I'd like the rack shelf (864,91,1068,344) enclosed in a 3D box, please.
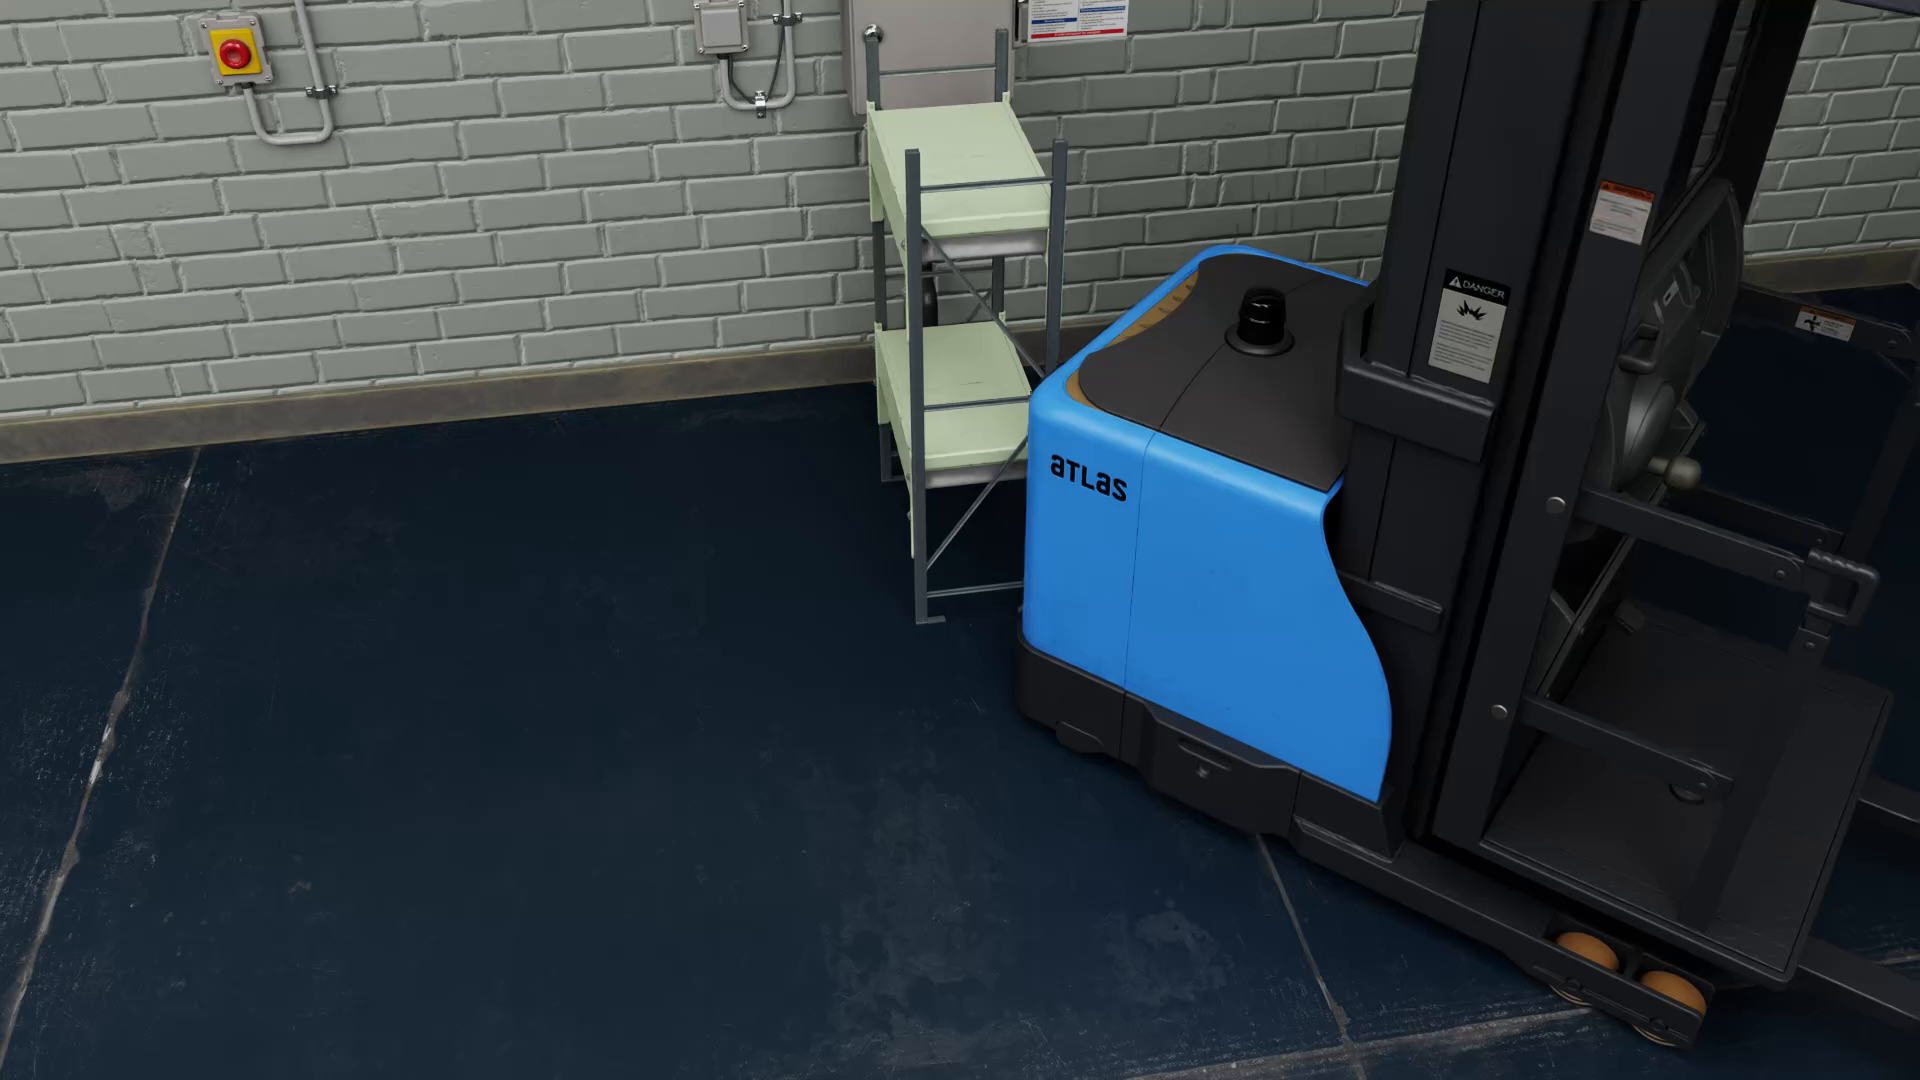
[{"bbox_3d":[0.001,-0.896,4.545,0.431,0.370,0.720,-6,38,-8],"label":"rack shelf"}]

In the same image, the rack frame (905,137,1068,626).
[{"bbox_3d":[0.065,-0.367,4.500,0.400,1.500,0.023,-6,38,-8],"label":"rack frame"}]

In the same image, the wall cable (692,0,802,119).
[{"bbox_3d":[-0.771,-2.094,4.672,0.588,1.984,0.122,-6,38,-8],"label":"wall cable"}]

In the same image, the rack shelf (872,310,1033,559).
[{"bbox_3d":[0.001,-0.331,4.985,0.431,0.370,0.720,-6,38,-8],"label":"rack shelf"}]

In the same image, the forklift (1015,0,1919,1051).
[{"bbox_3d":[1.651,-0.386,3.358,3.031,2.935,1.130,23,43,27],"label":"forklift"}]

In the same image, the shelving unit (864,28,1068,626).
[{"bbox_3d":[0.001,-0.588,4.785,0.431,1.500,0.755,-6,38,-8],"label":"shelving unit"}]

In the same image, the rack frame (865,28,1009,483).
[{"bbox_3d":[-0.063,-0.809,5.069,0.400,1.500,0.023,-6,38,-8],"label":"rack frame"}]

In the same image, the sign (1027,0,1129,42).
[{"bbox_3d":[0.378,-1.811,5.214,0.329,0.494,0.001,-6,38,-8],"label":"sign"}]

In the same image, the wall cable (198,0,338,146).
[{"bbox_3d":[-2.166,-1.946,4.457,0.585,1.953,0.123,-6,38,-8],"label":"wall cable"}]

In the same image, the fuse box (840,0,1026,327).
[{"bbox_3d":[-0.072,-1.162,5.351,0.539,1.711,0.414,-6,38,-8],"label":"fuse box"}]
